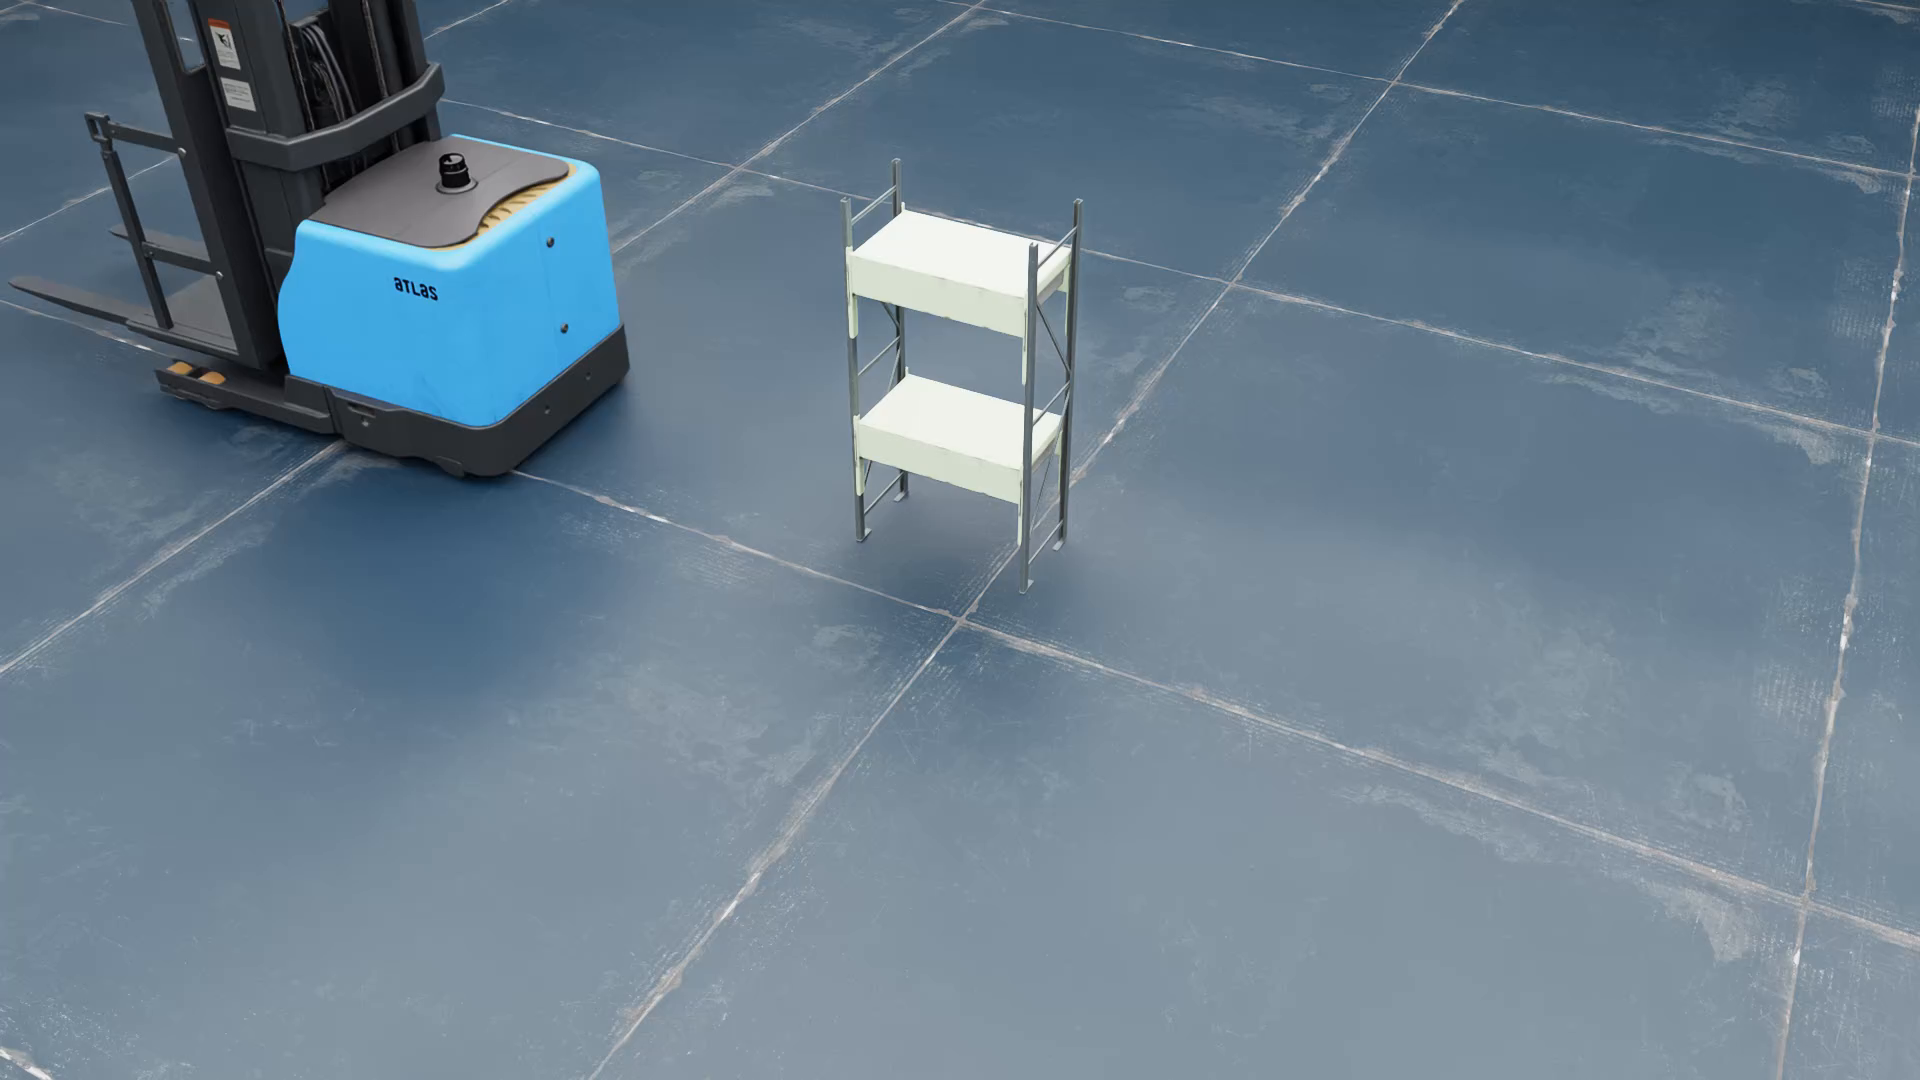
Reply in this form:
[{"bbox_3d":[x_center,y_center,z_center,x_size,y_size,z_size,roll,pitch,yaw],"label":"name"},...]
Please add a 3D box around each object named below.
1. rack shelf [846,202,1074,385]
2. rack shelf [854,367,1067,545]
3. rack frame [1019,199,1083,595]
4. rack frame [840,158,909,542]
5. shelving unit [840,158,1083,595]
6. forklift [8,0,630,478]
[{"bbox_3d":[0.006,-0.906,6.058,0.720,0.370,0.431,17,41,21],"label":"rack shelf"},{"bbox_3d":[0.006,-0.336,6.491,0.720,0.370,0.431,17,41,21],"label":"rack shelf"},{"bbox_3d":[0.331,-0.494,6.160,0.023,1.500,0.400,17,41,21],"label":"rack frame"},{"bbox_3d":[-0.319,-0.697,6.428,0.023,1.500,0.400,17,41,21],"label":"rack frame"},{"bbox_3d":[0.006,-0.596,6.294,0.755,1.500,0.431,17,41,21],"label":"shelving unit"},{"bbox_3d":[-3.083,-2.031,7.001,3.031,2.935,1.130,16,40,20],"label":"forklift"}]
